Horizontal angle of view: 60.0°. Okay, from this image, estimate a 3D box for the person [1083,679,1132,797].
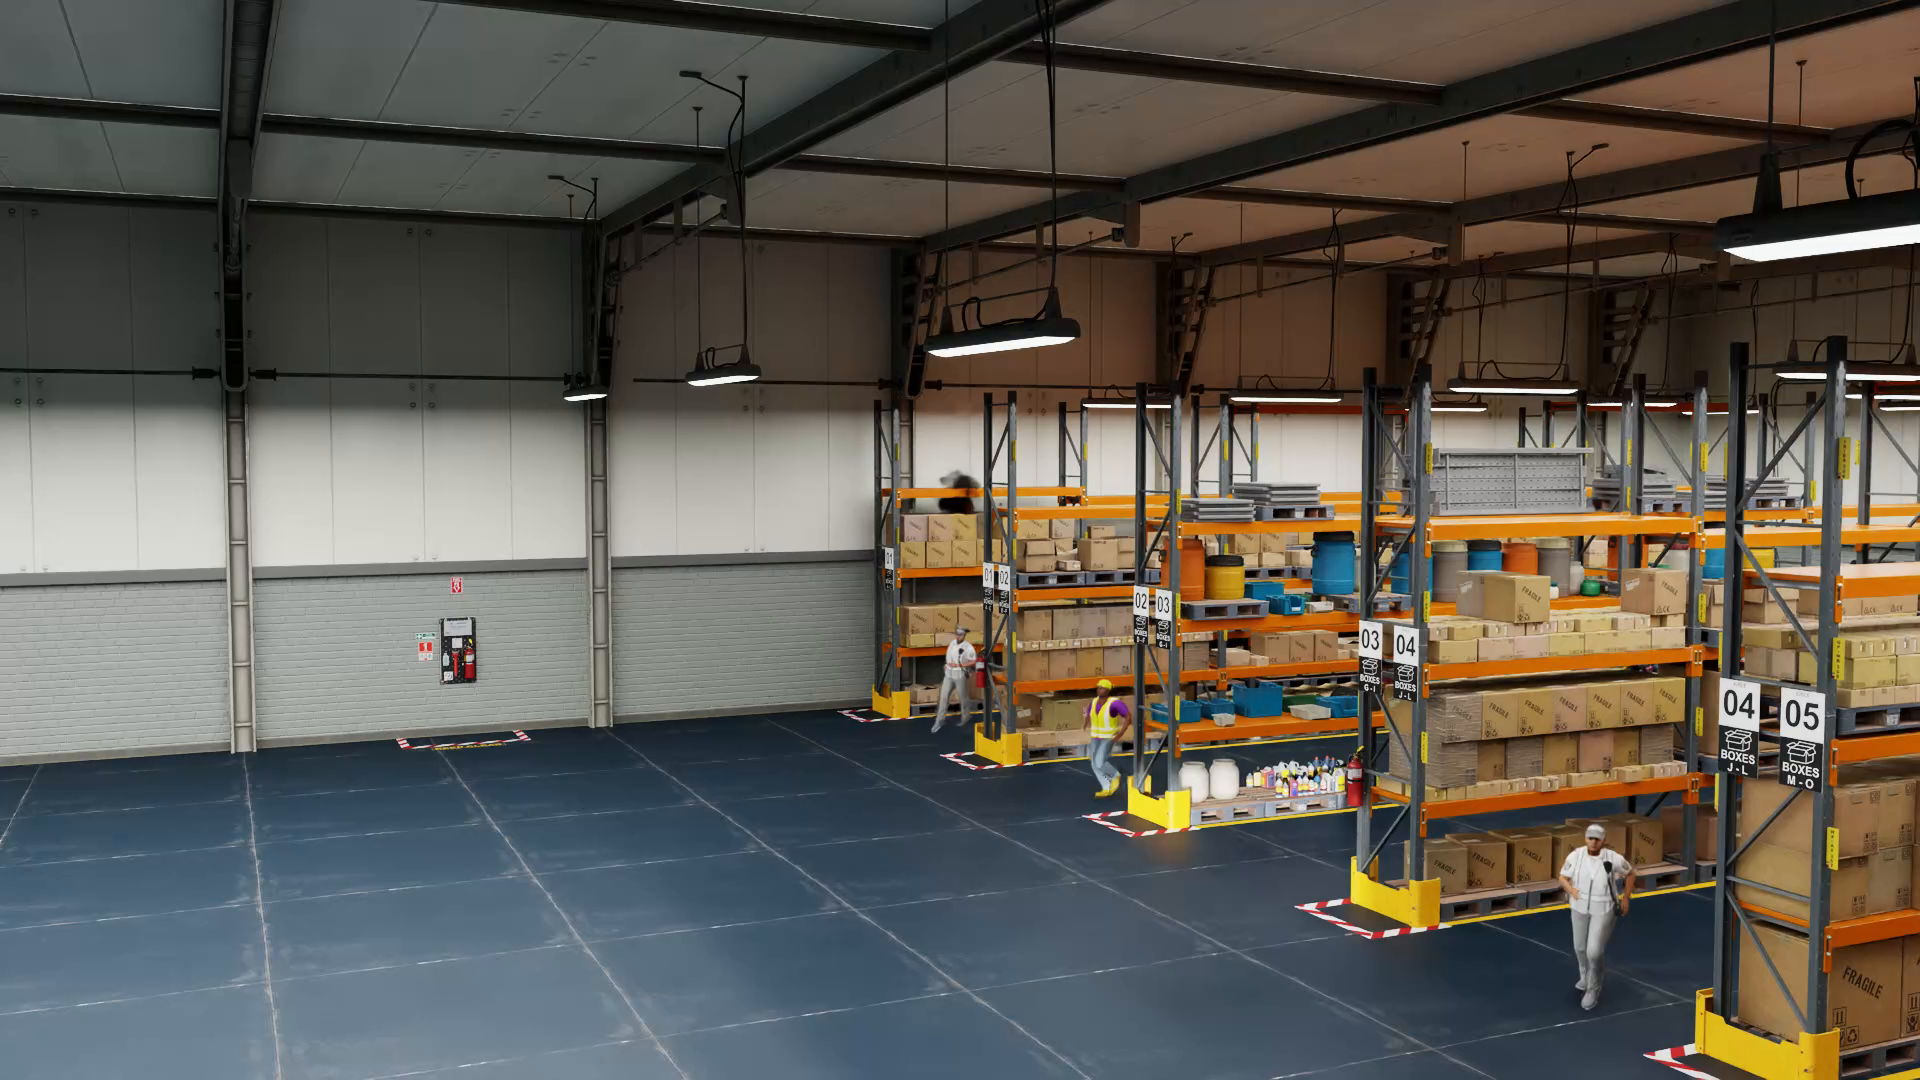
[{"bbox_3d":[2.076,2.884,24.215,0.767,1.720,0.526,3,5,44],"label":"person"}]

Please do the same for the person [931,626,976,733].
[{"bbox_3d":[-0.018,2.369,28.563,0.691,1.823,0.874,2,4,32],"label":"person"}]

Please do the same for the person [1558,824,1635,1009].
[{"bbox_3d":[5.838,3.444,15.322,0.593,1.683,0.780,3,4,38],"label":"person"}]
